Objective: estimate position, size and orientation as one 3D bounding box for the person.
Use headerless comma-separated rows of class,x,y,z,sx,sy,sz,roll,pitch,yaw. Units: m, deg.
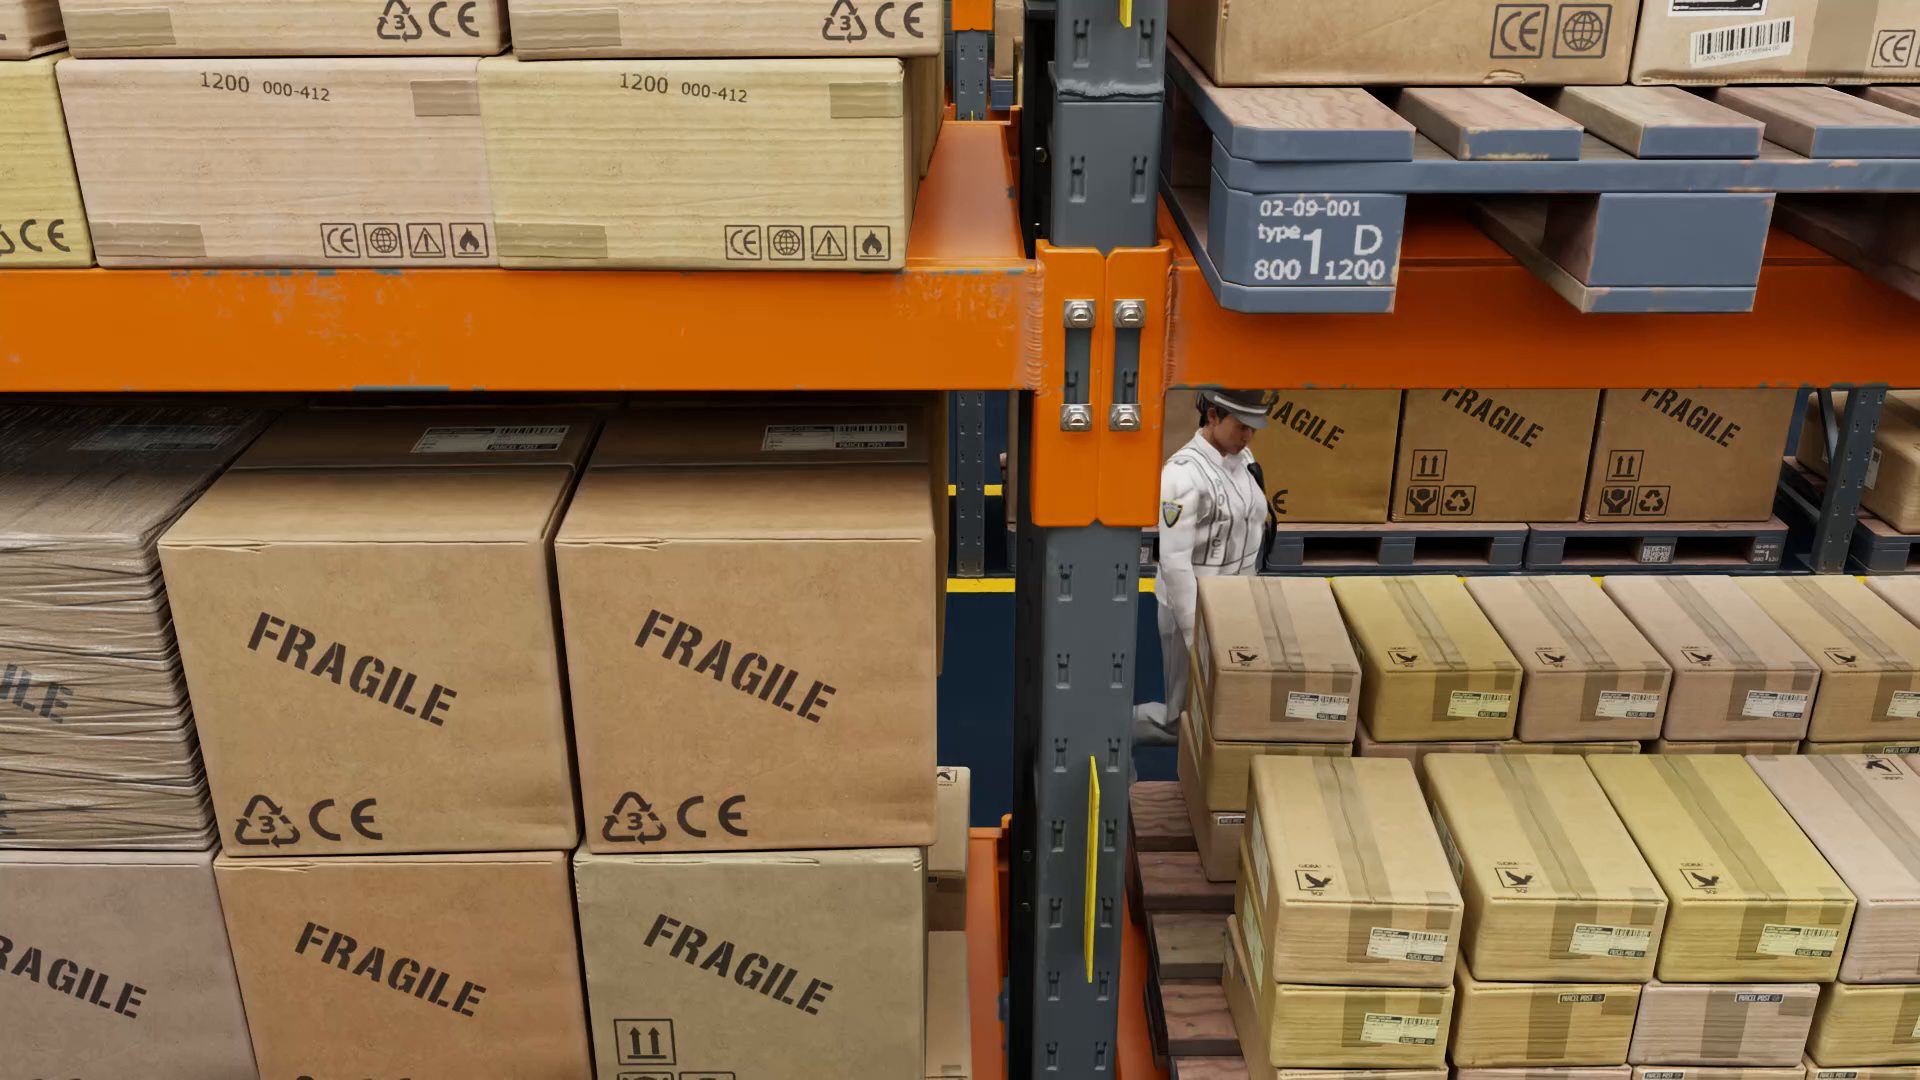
person,0.804,0.219,5.580,0.687,1.652,0.506,22,32,40
